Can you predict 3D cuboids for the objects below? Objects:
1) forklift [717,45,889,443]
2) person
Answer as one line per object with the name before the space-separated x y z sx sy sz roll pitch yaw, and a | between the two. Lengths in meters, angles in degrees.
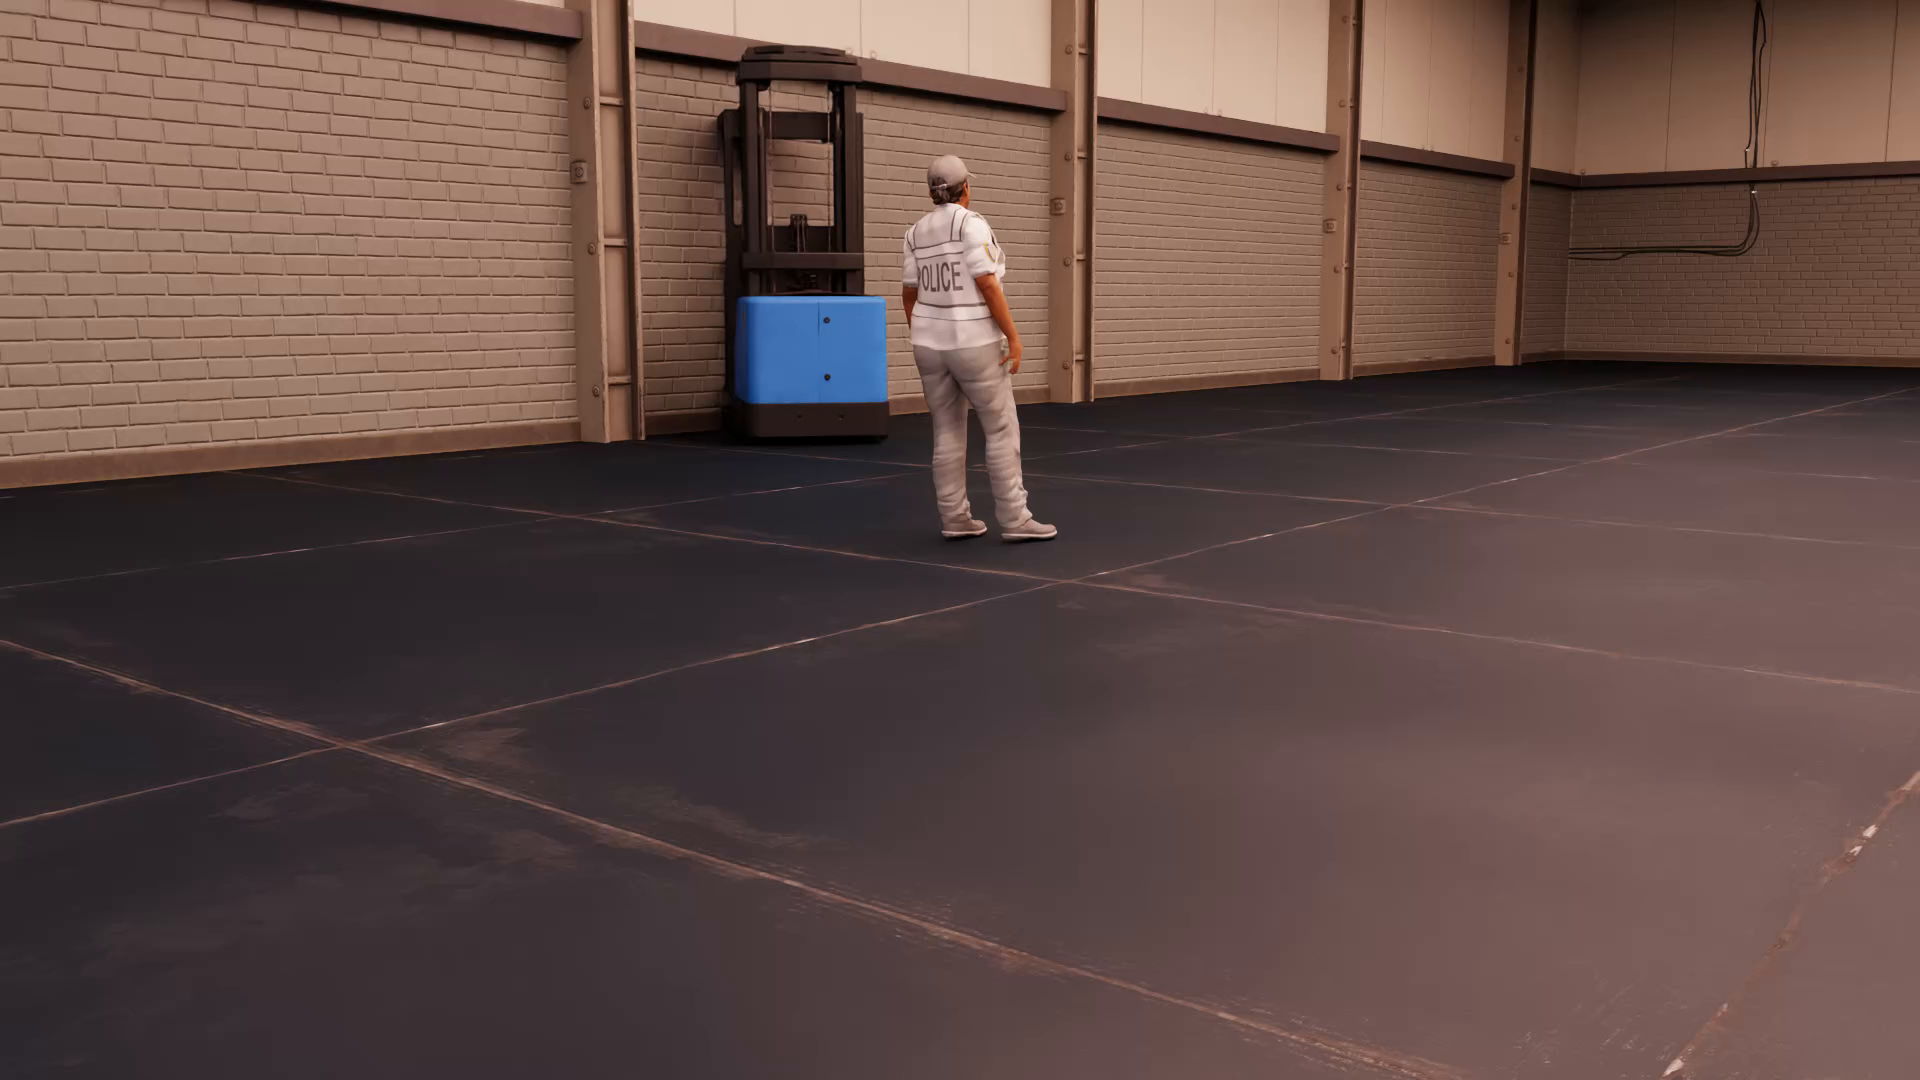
forklift | -1.352 -2.344 13.299 1.130 2.935 3.031 -2 9 -13
person | 0.066 -0.838 7.328 0.598 1.670 0.529 7 11 38
